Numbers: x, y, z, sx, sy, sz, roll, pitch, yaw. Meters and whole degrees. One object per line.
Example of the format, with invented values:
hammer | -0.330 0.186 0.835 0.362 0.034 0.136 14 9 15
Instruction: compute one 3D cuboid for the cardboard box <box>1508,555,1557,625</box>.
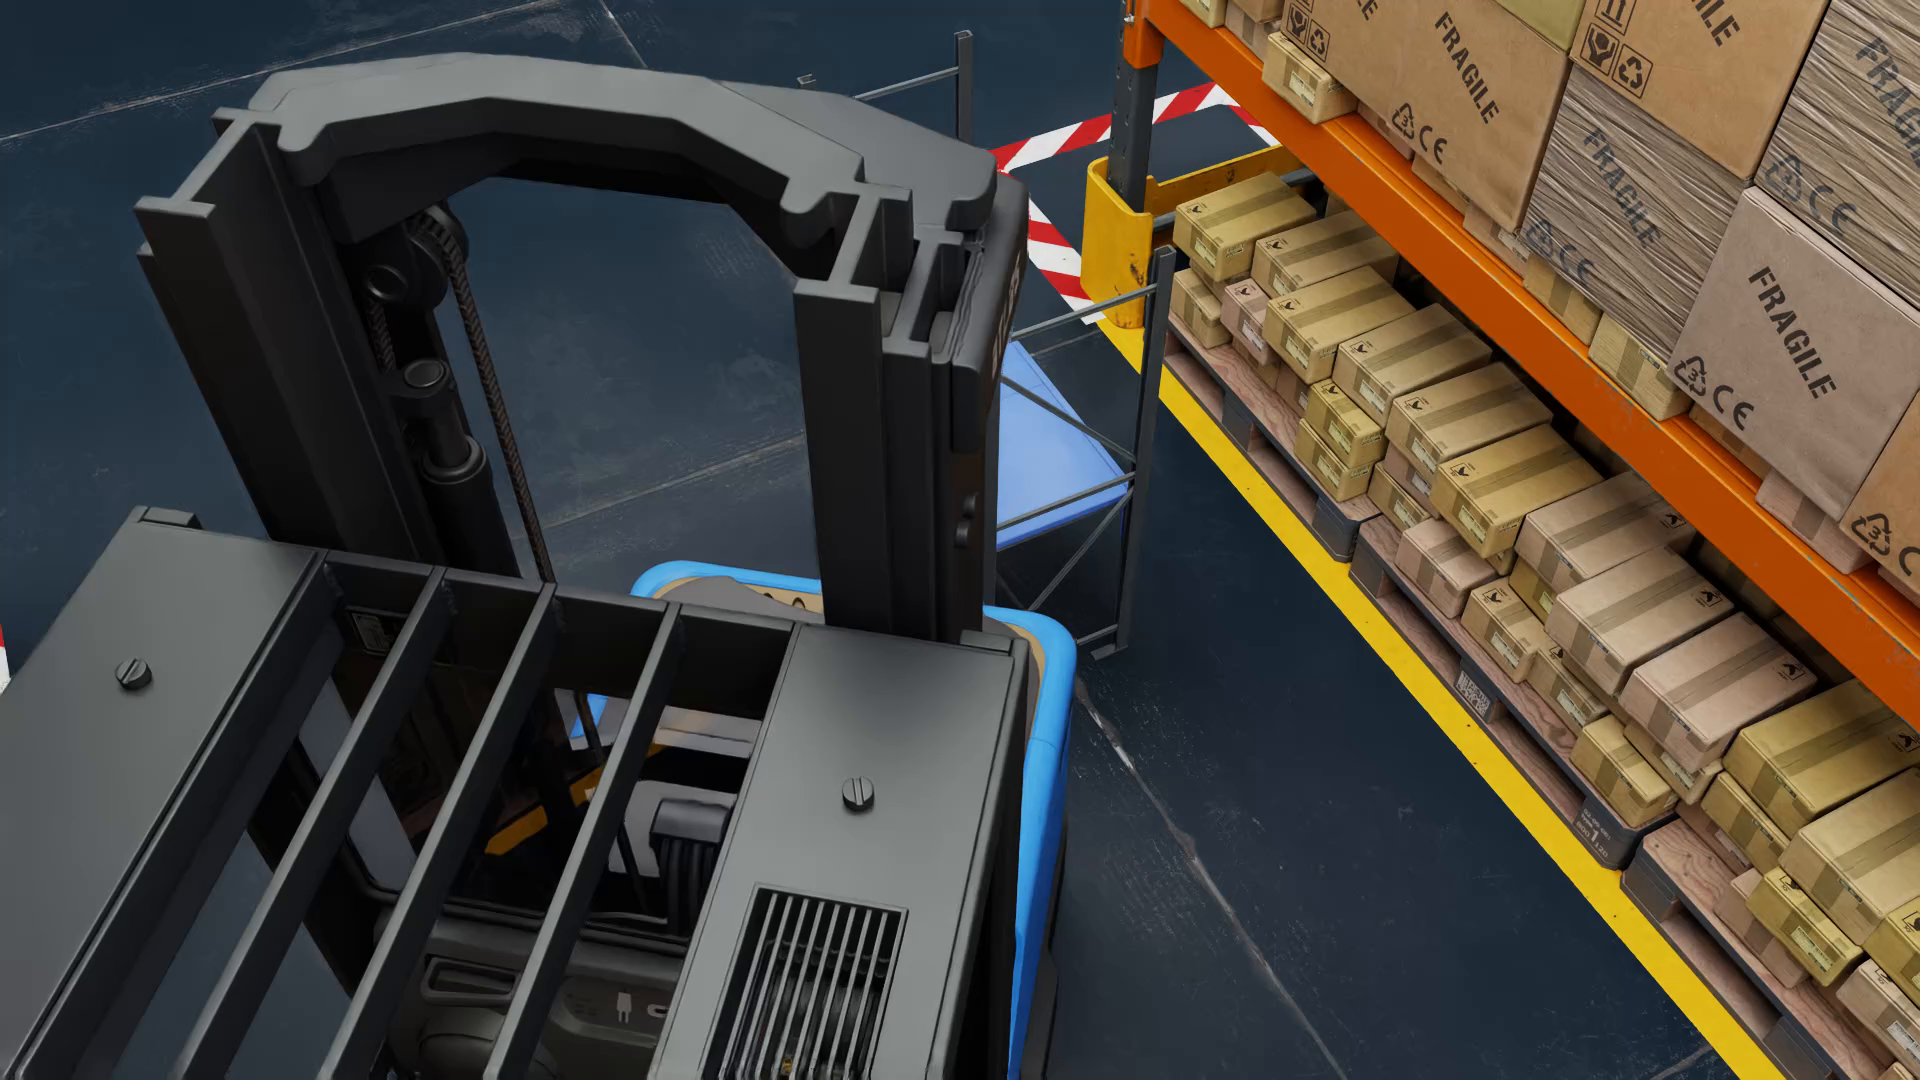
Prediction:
cardboard box | 1.758 0.098 4.589 0.380 0.149 0.250 -19 51 -16

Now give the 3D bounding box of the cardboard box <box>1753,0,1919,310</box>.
cardboard box | 1.890 -0.781 3.012 0.500 0.500 0.500 -20 52 -17

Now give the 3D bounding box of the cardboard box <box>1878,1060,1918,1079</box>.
cardboard box | 2.326 1.247 3.781 0.380 0.149 0.250 -21 52 -17

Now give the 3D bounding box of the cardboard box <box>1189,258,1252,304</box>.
cardboard box | 0.989 -0.944 5.500 0.380 0.149 0.250 -19 52 -16

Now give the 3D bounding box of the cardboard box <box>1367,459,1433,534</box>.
cardboard box | 1.466 -0.166 5.018 0.380 0.149 0.250 -21 52 -17

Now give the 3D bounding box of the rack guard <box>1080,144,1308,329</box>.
rack guard | 1.013 -1.211 5.977 1.175 0.500 0.348 -21 52 -18

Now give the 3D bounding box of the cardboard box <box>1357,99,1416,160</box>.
cardboard box | 1.304 -1.192 4.466 0.380 0.149 0.250 -19 51 -16

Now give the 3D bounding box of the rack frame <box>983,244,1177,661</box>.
rack frame | 0.272 -0.096 4.338 0.500 1.500 0.032 -21 52 -18

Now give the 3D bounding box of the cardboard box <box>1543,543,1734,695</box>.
cardboard box | 1.752 0.200 4.302 0.380 0.149 0.250 -23 53 -19

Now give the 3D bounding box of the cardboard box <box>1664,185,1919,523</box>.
cardboard box | 1.873 -0.446 3.384 0.500 0.500 0.500 -21 52 -18

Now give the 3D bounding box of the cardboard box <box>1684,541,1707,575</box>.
cardboard box | 2.213 -0.086 4.750 0.380 0.149 0.250 -21 52 -17

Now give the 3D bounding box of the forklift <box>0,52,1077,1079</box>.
forklift | -0.511 0.936 2.484 1.130 2.935 3.031 8 49 7

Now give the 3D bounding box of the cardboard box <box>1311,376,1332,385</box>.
cardboard box | 1.255 -0.608 5.206 0.380 0.149 0.250 -21 52 -17

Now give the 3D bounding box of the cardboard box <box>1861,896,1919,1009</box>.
cardboard box | 2.262 0.891 3.698 0.380 0.149 0.250 -21 52 -17

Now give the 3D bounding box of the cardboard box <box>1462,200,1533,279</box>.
cardboard box | 1.494 -0.827 4.147 0.380 0.149 0.250 -22 52 -18

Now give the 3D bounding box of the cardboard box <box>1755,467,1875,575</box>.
cardboard box | 1.939 -0.123 3.531 0.380 0.149 0.250 -23 53 -19

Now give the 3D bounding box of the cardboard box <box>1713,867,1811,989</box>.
cardboard box | 2.103 0.890 4.094 0.380 0.149 0.250 -23 53 -19

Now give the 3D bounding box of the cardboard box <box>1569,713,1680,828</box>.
cardboard box | 1.852 0.555 4.387 0.380 0.149 0.250 -21 52 -18

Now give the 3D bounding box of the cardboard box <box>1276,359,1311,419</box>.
cardboard box | 1.245 -0.513 5.321 0.380 0.149 0.250 -21 52 -17

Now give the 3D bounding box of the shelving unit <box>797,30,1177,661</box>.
shelving unit | 0.039 -0.437 4.636 0.538 1.500 1.048 -21 52 -18

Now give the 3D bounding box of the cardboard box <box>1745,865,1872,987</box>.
cardboard box | 2.108 0.843 3.937 0.380 0.149 0.250 -23 53 -19

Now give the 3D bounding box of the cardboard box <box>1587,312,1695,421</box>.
cardboard box | 1.690 -0.457 3.824 0.380 0.149 0.250 -20 52 -17

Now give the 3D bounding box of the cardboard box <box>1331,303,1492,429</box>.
cardboard box | 1.337 -0.520 4.931 0.380 0.149 0.250 -24 53 -19

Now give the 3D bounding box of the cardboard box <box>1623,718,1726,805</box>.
cardboard box | 1.947 0.478 4.257 0.380 0.149 0.250 -20 52 -17

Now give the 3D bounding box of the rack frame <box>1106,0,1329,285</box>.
rack frame | 0.978 -2.085 5.081 1.000 3.000 0.127 -21 52 -18

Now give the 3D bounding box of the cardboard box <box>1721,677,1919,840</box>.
cardboard box | 2.092 0.526 4.017 0.380 0.149 0.250 -20 52 -16

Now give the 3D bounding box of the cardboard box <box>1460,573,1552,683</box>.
cardboard box | 1.653 0.207 4.691 0.380 0.149 0.250 -21 52 -18

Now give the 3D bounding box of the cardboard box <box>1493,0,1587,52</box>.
cardboard box | 1.402 -1.462 3.607 0.500 0.500 0.500 -22 52 -18

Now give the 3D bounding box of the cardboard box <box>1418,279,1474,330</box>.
cardboard box | 1.713 -0.781 5.357 0.380 0.149 0.250 -23 53 -19

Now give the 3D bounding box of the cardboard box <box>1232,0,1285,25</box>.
cardboard box | 0.938 -1.820 4.585 0.500 0.500 0.500 -19 51 -16

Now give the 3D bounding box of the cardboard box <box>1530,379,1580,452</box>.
cardboard box | 1.961 -0.438 5.058 0.380 0.149 0.250 -20 52 -17

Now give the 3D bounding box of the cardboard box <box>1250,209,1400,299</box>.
cardboard box | 1.149 -0.870 5.238 0.380 0.149 0.250 -20 52 -17

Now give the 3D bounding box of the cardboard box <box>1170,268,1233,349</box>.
cardboard box | 0.933 -0.824 5.593 0.380 0.149 0.250 -20 52 -17

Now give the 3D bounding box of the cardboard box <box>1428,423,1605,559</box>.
cardboard box | 1.535 -0.139 4.598 0.380 0.149 0.250 -20 52 -17

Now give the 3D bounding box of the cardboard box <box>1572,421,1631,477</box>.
cardboard box | 1.998 -0.326 4.762 0.380 0.149 0.250 -23 53 -19

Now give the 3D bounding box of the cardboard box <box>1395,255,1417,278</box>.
cardboard box | 1.509 -1.026 5.374 0.380 0.149 0.250 -20 52 -17

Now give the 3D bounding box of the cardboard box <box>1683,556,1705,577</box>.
cardboard box | 2.109 0.034 4.842 0.380 0.149 0.250 -20 52 -17

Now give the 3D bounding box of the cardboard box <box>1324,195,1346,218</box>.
cardboard box | 1.473 -1.128 5.661 0.380 0.149 0.250 -22 53 -18

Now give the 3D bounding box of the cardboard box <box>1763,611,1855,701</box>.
cardboard box | 2.362 0.279 4.431 0.380 0.149 0.250 -19 51 -16

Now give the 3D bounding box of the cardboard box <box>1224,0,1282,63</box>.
cardboard box | 0.988 -1.517 4.751 0.380 0.149 0.250 -19 52 -16

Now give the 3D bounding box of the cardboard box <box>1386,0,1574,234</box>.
cardboard box | 1.418 -1.139 3.989 0.500 0.500 0.500 -21 52 -17

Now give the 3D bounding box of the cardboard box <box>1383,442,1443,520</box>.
cardboard box | 1.482 -0.254 4.896 0.380 0.149 0.250 -23 53 -19

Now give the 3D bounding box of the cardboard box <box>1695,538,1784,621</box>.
cardboard box | 2.221 0.018 4.461 0.380 0.149 0.250 -23 53 -19

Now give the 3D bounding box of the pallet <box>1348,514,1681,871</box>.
pallet | 1.907 0.255 4.887 1.003 0.211 1.213 -21 52 -18
